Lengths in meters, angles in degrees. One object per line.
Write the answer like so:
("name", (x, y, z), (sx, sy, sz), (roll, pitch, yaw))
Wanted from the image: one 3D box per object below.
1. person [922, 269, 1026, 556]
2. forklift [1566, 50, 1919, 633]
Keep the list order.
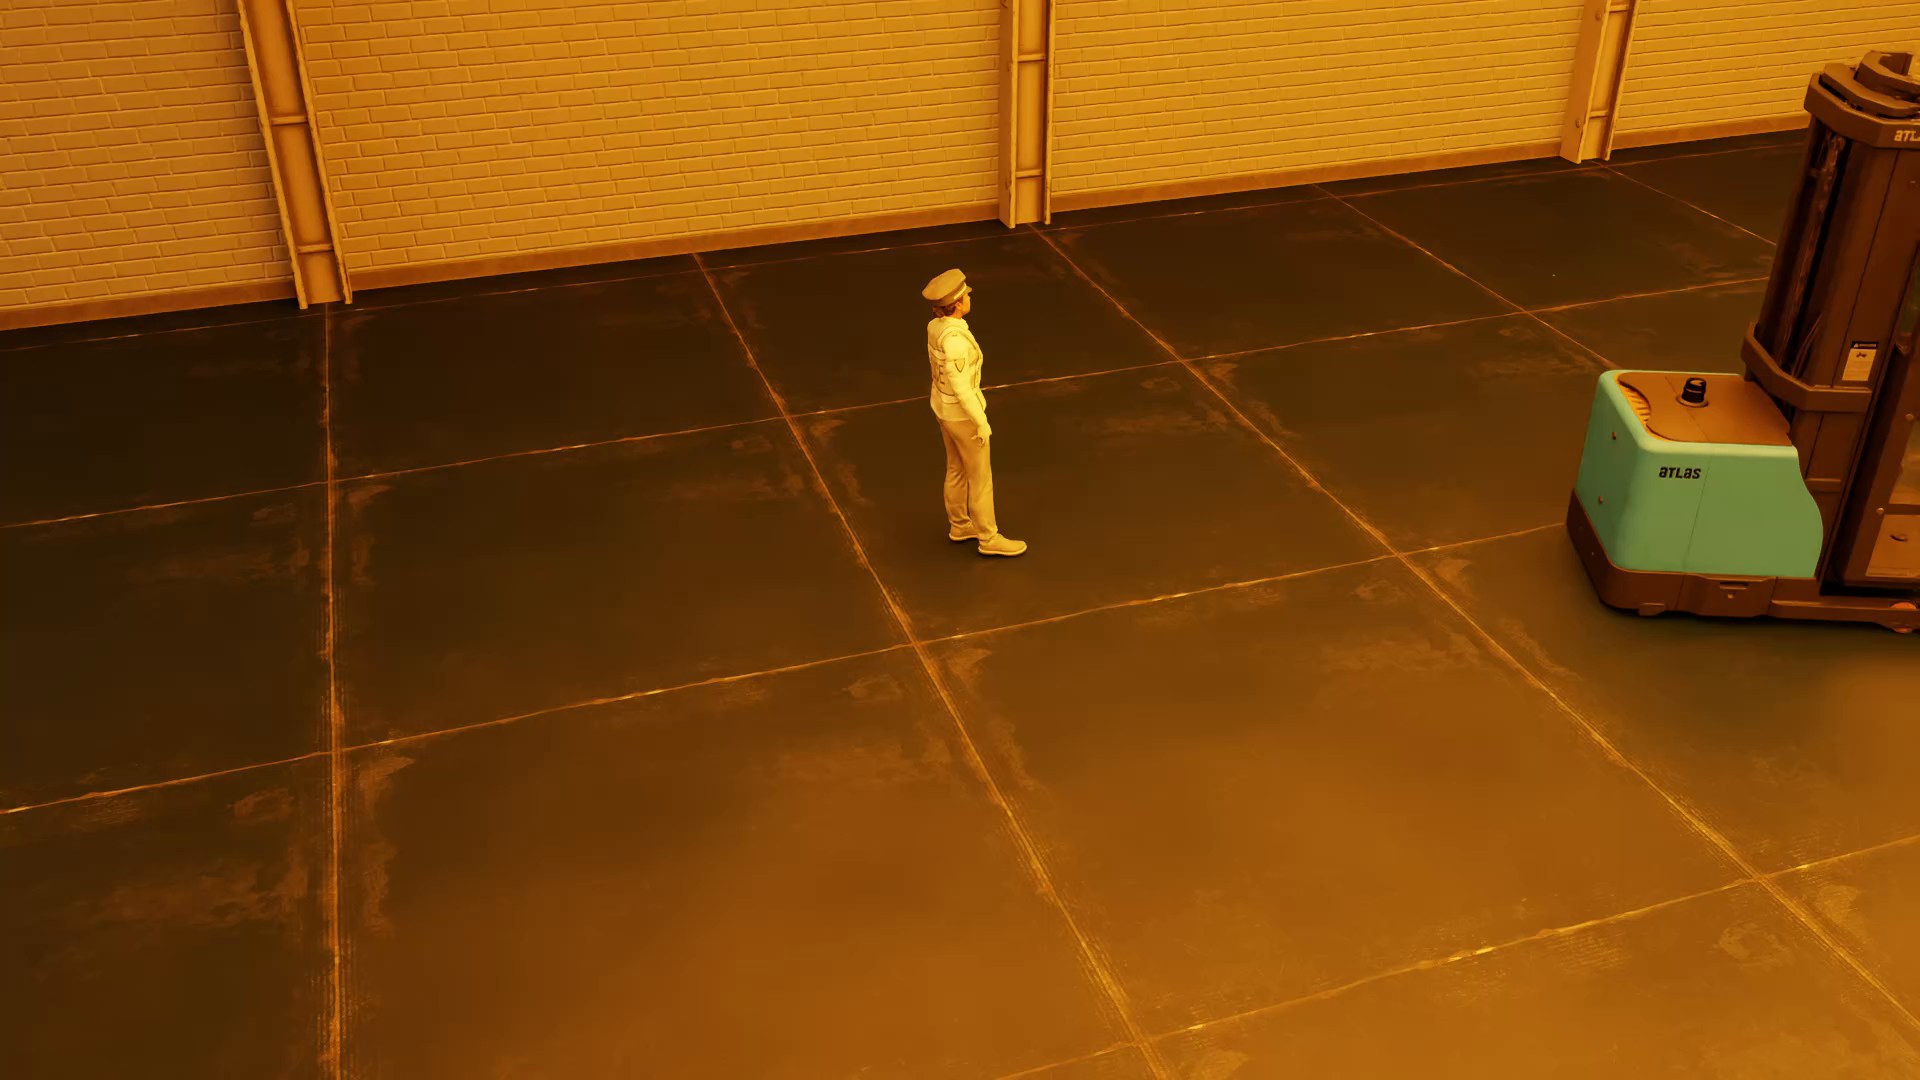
("person", (0.068, -0.748, 9.613), (0.530, 1.694, 0.586), (-10, 31, -16))
("forklift", (5.134, -1.029, 8.875), (3.031, 2.935, 1.130), (2, 30, 4))
